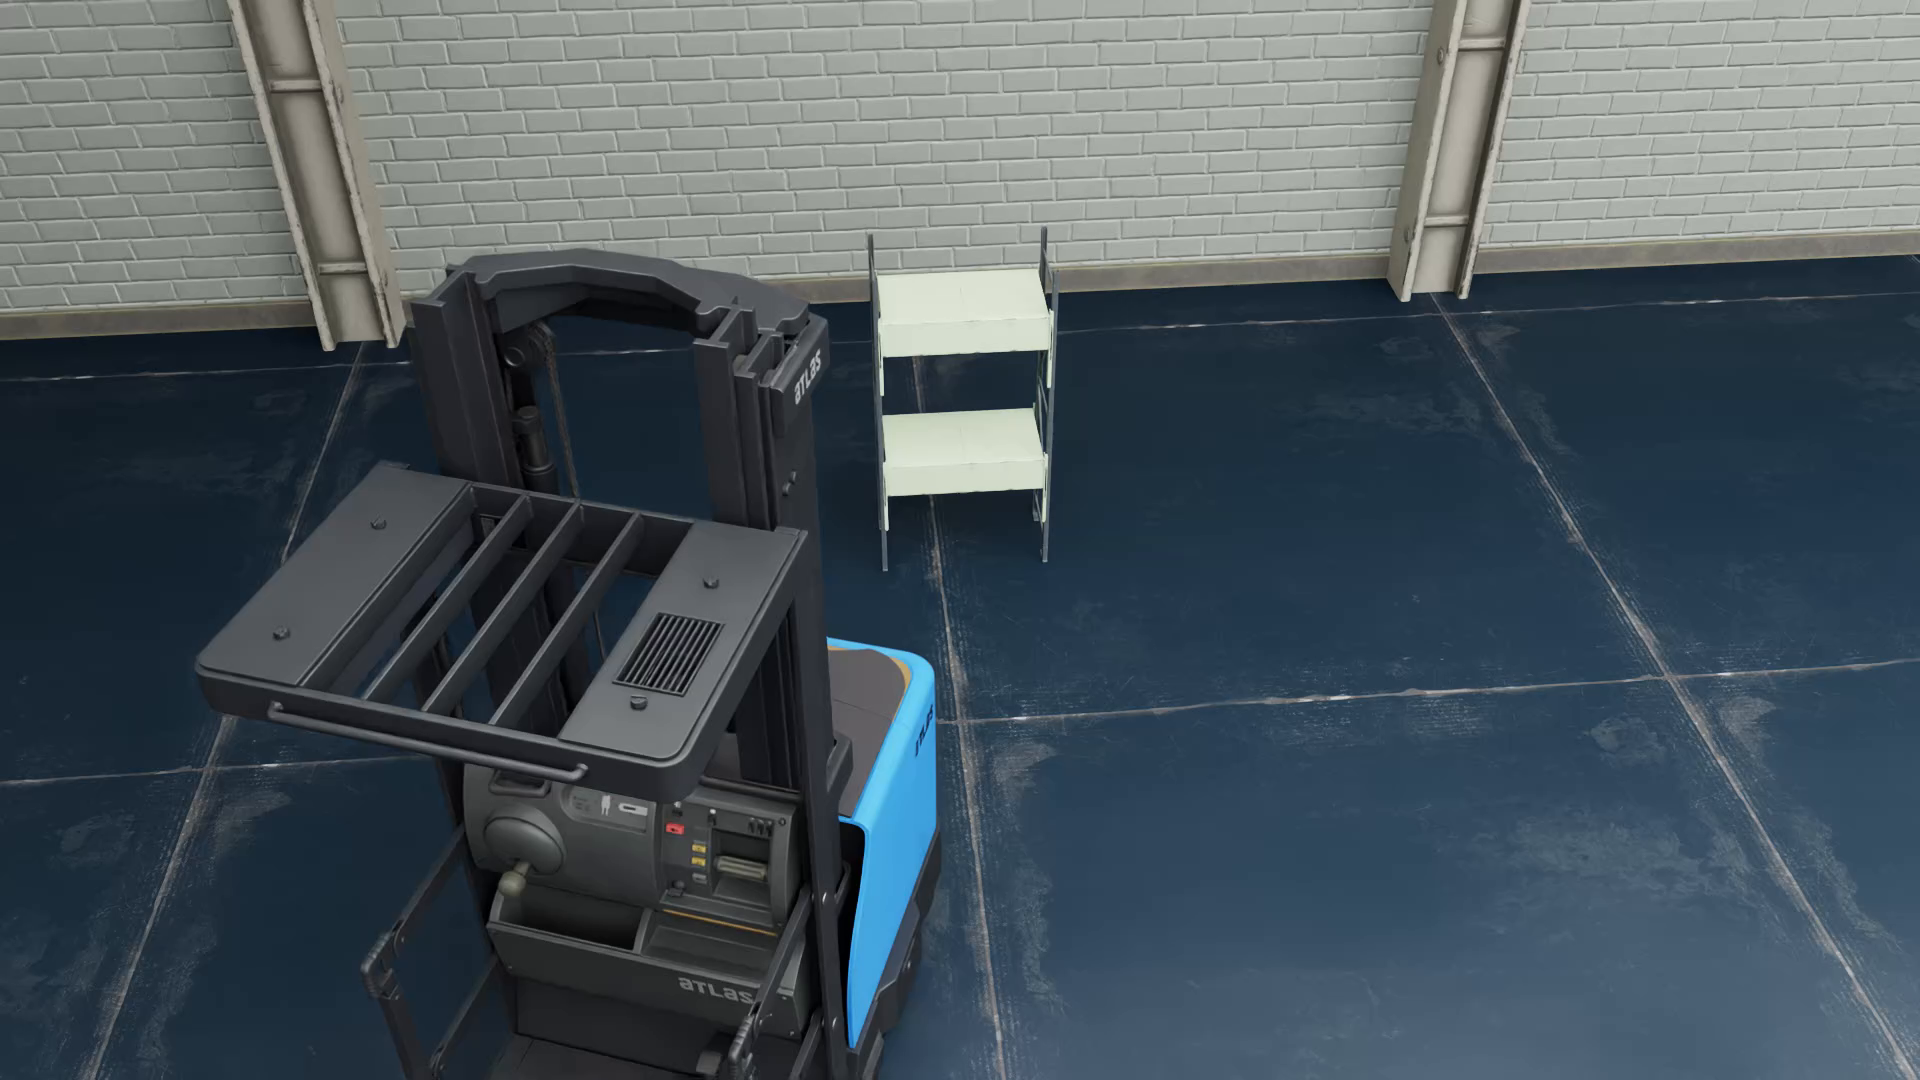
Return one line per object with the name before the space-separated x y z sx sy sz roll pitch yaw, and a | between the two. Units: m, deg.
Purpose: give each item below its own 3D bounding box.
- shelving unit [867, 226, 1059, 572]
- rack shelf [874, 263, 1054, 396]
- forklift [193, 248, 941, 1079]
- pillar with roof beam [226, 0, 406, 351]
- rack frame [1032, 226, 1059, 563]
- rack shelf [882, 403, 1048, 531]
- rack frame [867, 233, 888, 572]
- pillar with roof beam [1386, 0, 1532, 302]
shelving unit | 0.007 -0.589 7.286 0.755 1.500 0.431 -3 38 -4
rack shelf | 0.007 -0.896 7.044 0.720 0.370 0.431 -3 38 -4
forklift | -0.943 0.882 4.266 1.130 2.935 3.031 9 39 12
pillar with roof beam | -2.903 -2.012 3.035 0.400 9.000 9.100 -3 38 -4
rack frame | 0.371 -0.609 7.311 0.023 1.500 0.400 -3 38 -4
rack shelf | 0.007 -0.333 7.488 0.720 0.370 0.431 -3 38 -4
rack frame | -0.358 -0.569 7.260 0.023 1.500 0.400 -3 38 -4
pillar with roof beam | 3.073 -2.341 3.452 0.400 9.000 9.100 -3 38 -4
